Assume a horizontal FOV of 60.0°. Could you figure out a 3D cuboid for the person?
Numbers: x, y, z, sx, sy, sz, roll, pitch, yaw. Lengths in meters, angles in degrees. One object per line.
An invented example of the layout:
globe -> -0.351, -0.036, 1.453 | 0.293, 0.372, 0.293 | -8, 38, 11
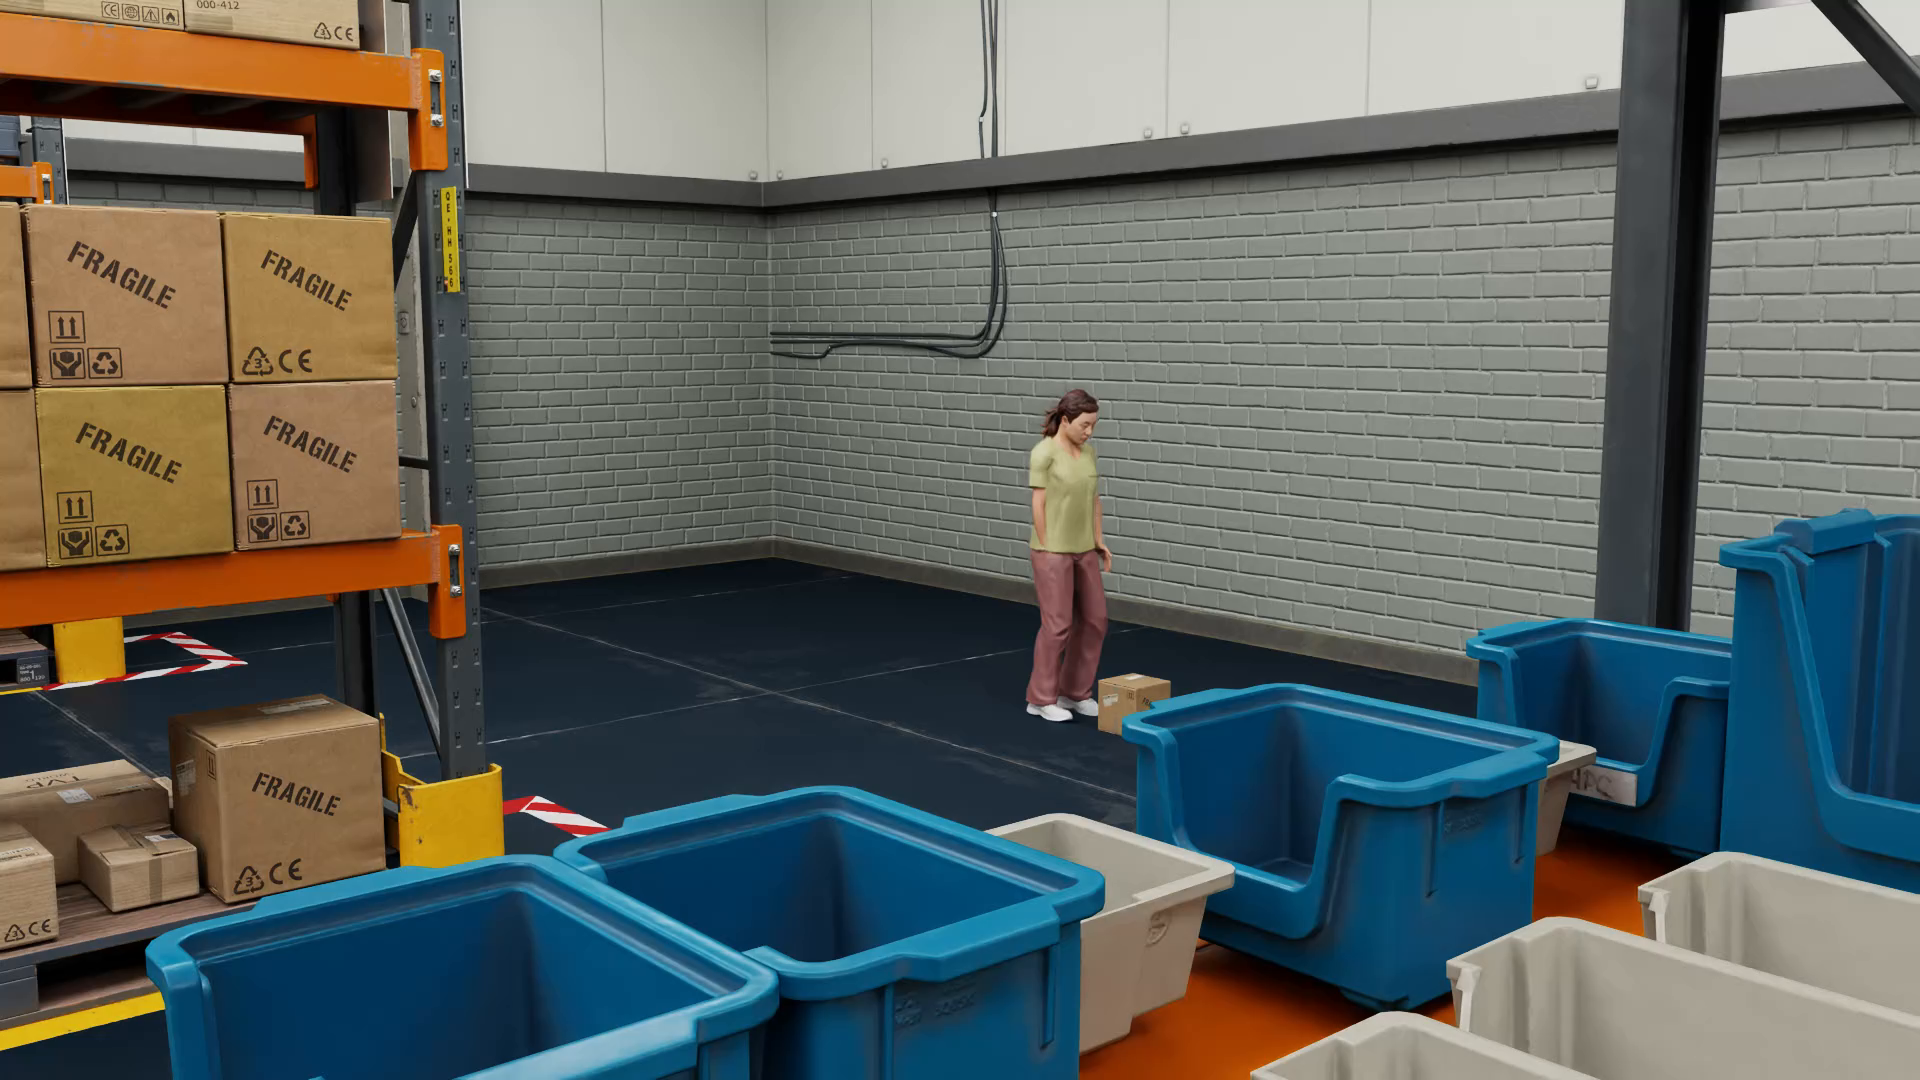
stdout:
person -> 0.548, 0.068, 8.383 | 0.458, 1.659, 0.351 | -6, 10, -40
